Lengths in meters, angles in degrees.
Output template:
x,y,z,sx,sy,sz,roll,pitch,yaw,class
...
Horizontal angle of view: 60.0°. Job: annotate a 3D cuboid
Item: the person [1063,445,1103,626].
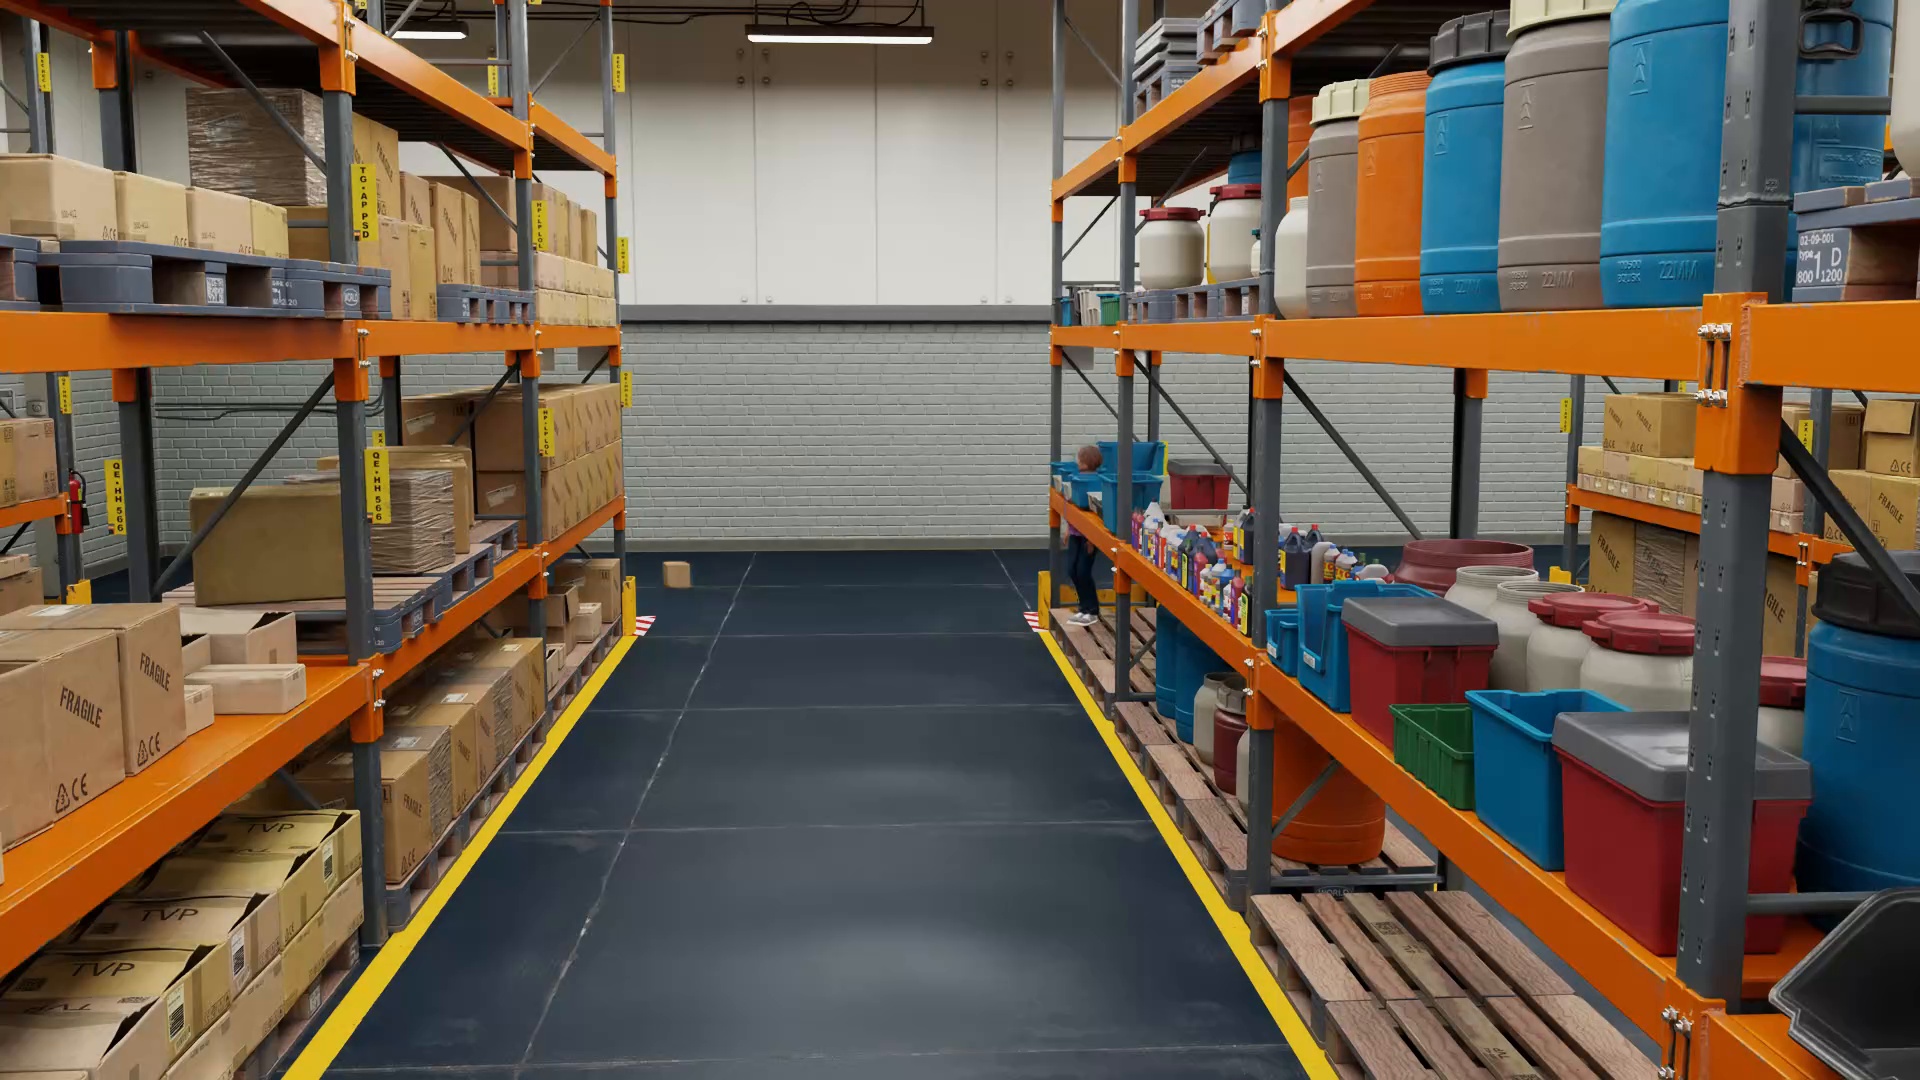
x,y,z,sx,sy,sz,roll,pitch,yaw,class
1.106,-0.022,14.529,0.310,1.548,0.431,-4,8,-28,person
